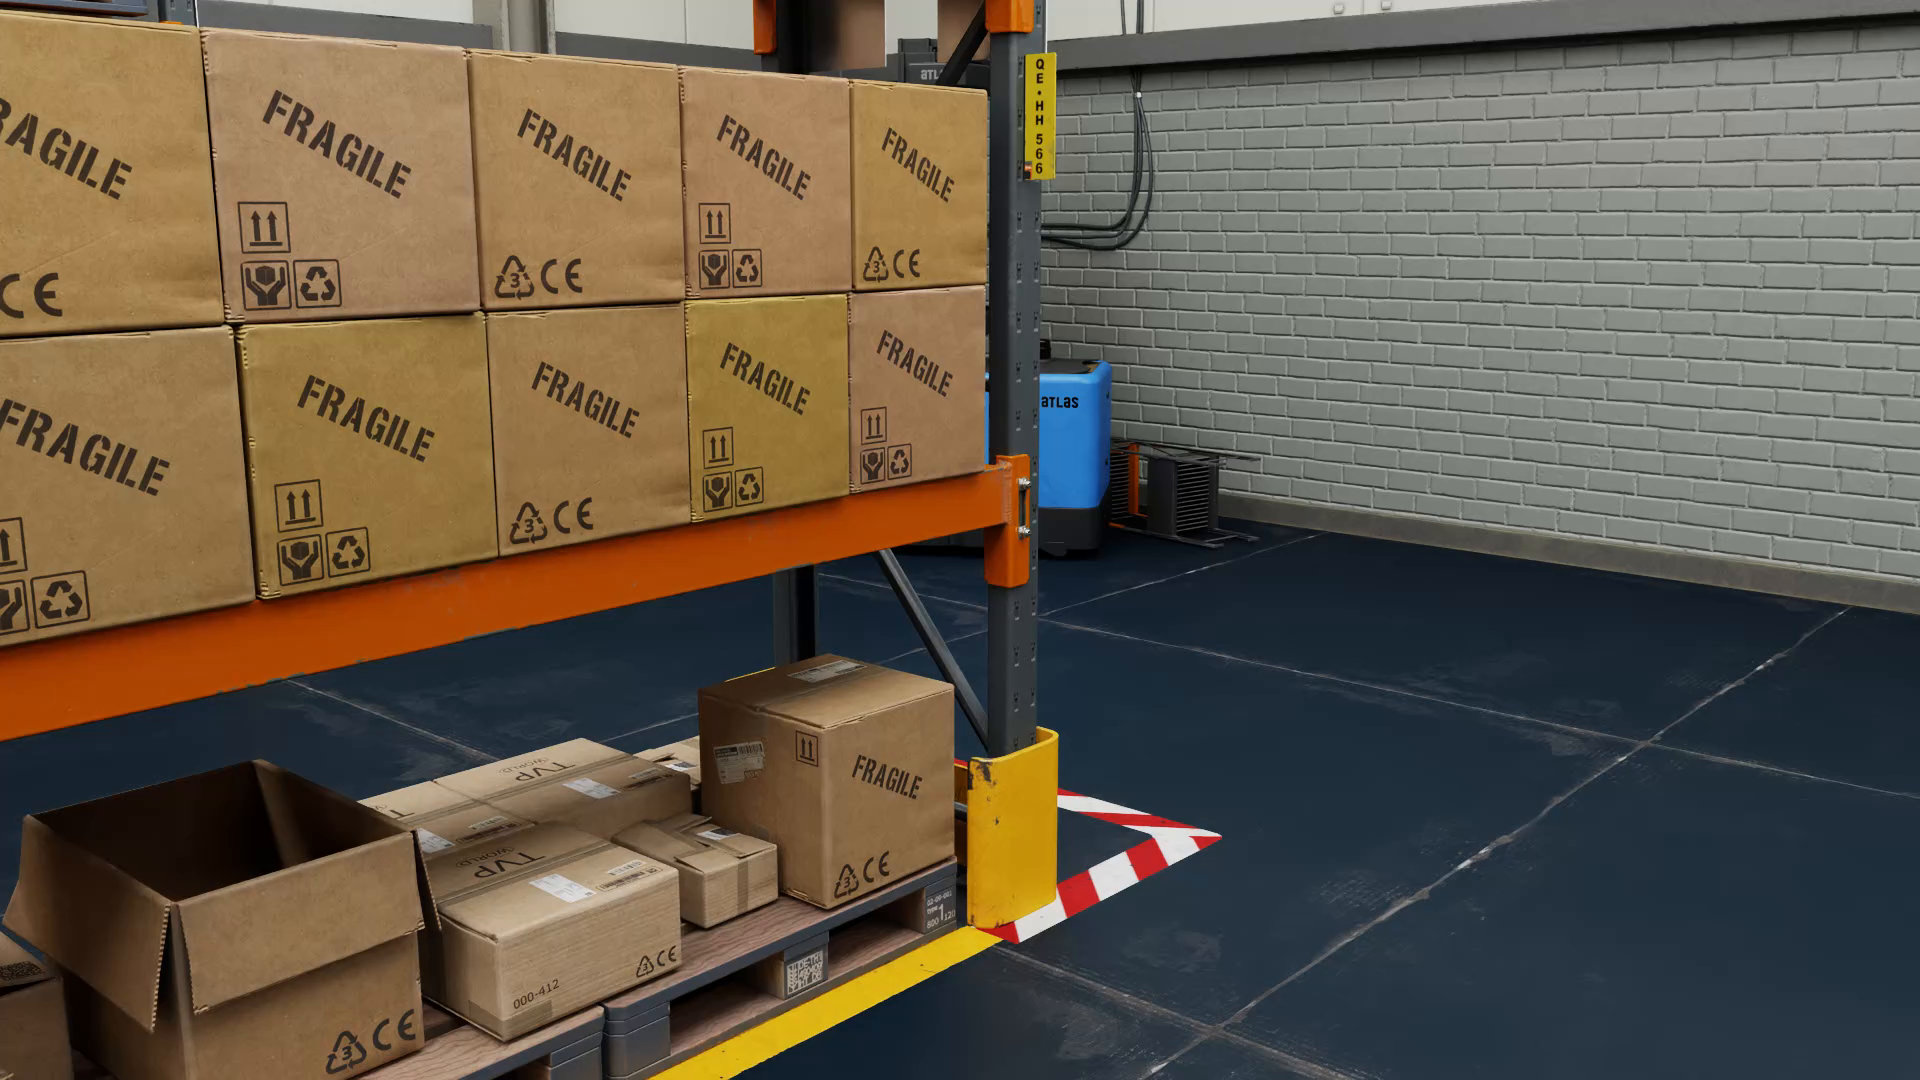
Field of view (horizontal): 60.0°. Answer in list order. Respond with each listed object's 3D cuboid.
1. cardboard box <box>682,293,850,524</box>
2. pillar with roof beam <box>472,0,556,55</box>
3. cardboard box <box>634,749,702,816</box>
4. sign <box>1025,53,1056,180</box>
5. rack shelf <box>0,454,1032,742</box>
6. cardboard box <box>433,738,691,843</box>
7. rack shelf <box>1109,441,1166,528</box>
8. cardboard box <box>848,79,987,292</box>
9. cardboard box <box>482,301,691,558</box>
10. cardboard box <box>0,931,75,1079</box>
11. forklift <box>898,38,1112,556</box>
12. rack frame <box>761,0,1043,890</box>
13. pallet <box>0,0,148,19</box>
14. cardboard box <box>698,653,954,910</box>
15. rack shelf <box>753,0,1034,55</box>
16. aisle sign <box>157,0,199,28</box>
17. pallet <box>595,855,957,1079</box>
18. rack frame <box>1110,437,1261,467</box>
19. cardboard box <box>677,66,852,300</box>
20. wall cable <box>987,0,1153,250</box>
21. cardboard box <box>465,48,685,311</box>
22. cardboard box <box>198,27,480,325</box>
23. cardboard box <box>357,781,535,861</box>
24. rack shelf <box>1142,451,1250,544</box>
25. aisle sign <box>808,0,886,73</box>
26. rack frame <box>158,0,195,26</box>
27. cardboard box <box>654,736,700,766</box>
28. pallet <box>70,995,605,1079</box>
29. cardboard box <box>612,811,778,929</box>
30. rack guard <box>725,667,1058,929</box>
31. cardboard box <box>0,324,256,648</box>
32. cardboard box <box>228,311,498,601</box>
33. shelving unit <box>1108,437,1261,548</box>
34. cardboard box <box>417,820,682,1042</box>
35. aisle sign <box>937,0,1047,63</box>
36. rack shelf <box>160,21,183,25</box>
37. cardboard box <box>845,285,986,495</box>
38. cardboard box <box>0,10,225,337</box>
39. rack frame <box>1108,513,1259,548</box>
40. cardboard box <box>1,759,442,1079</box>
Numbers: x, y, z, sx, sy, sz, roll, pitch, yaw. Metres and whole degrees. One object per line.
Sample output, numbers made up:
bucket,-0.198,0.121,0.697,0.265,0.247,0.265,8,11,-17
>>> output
cardboard box,-0.621,-0.349,4.044,0.500,0.500,0.500,10,15,41
pillar with roof beam,0.453,-4.012,7.322,9.100,9.000,0.400,10,15,40
cardboard box,-0.890,0.750,4.908,0.380,0.166,0.250,10,15,40
sign,0.214,-1.126,4.426,0.100,0.325,0.005,10,15,40
rack shelf,-1.510,0.169,3.541,1.077,0.370,4.000,10,15,40
cardboard box,-1.092,0.772,4.585,0.500,0.250,0.500,10,15,40
rack shelf,1.012,-0.373,10.746,0.431,0.480,0.518,-9,14,-38
cardboard box,-0.277,-0.916,4.330,0.500,0.500,0.500,10,15,40
cardboard box,-0.954,-0.276,3.680,0.500,0.500,0.500,10,15,41
cardboard box,-2.172,0.983,3.374,0.500,0.311,0.500,10,15,40
forklift,-0.614,-1.458,10.025,3.031,2.935,1.130,2,11,9
rack frame,-0.190,-0.478,4.944,1.000,3.000,0.127,10,15,40
pallet,-4.395,-2.434,7.310,1.003,0.211,1.213,10,15,40
cardboard box,-0.364,0.644,4.586,0.500,0.500,0.500,10,15,40
rack shelf,-1.510,-1.302,3.247,1.077,0.370,4.000,10,15,40
aisle sign,-3.641,-2.364,7.752,0.394,0.787,0.004,10,15,40
pallet,-0.766,1.019,4.573,1.003,0.211,1.213,10,15,40
rack frame,1.002,-0.615,10.710,0.400,0.015,2.100,-9,14,-38
cardboard box,-0.610,-0.841,3.958,0.500,0.500,0.500,10,15,42
wall cable,0.088,-3.323,11.799,3.097,2.526,0.112,10,15,40
cardboard box,-0.949,-0.765,3.573,0.500,0.500,0.500,10,15,42
cardboard box,-1.288,-0.689,3.194,0.500,0.500,0.500,10,15,42
cardboard box,-1.422,0.845,4.217,0.500,0.250,0.500,10,15,40
rack shelf,1.450,-0.273,10.209,0.431,0.480,0.518,-9,14,-38
aisle sign,-0.366,-1.800,4.930,0.394,0.787,0.004,10,15,40
rack frame,-3.914,-1.118,8.148,1.000,3.000,0.127,10,15,40
cardboard box,-0.725,0.722,5.094,0.380,0.149,0.250,10,15,40
pallet,-1.571,1.197,3.679,1.003,0.211,1.213,10,15,40
cardboard box,-0.699,0.856,4.378,0.380,0.166,0.250,10,15,40
rack guard,-0.240,0.759,5.133,1.175,0.500,0.348,10,15,40
cardboard box,-1.622,-0.127,2.933,0.500,0.500,0.500,10,15,40
cardboard box,-1.287,-0.202,3.309,0.500,0.500,0.500,9,15,40
shelving unit,1.004,-0.375,10.756,0.431,0.503,2.100,-9,14,-38
cardboard box,-1.014,0.903,3.930,0.500,0.250,0.500,10,15,40
aisle sign,0.085,-1.723,4.541,0.394,0.787,0.004,10,15,40
rack shelf,-5.234,-1.941,6.451,1.077,0.370,4.000,10,15,40
cardboard box,-0.281,-0.426,4.428,0.500,0.500,0.500,10,15,42
cardboard box,-1.628,-0.613,2.813,0.500,0.500,0.500,9,15,39
rack frame,1.005,-0.136,10.802,0.400,0.015,2.100,-9,14,-38
cardboard box,-1.594,0.842,3.586,0.797,0.503,0.637,10,15,40
